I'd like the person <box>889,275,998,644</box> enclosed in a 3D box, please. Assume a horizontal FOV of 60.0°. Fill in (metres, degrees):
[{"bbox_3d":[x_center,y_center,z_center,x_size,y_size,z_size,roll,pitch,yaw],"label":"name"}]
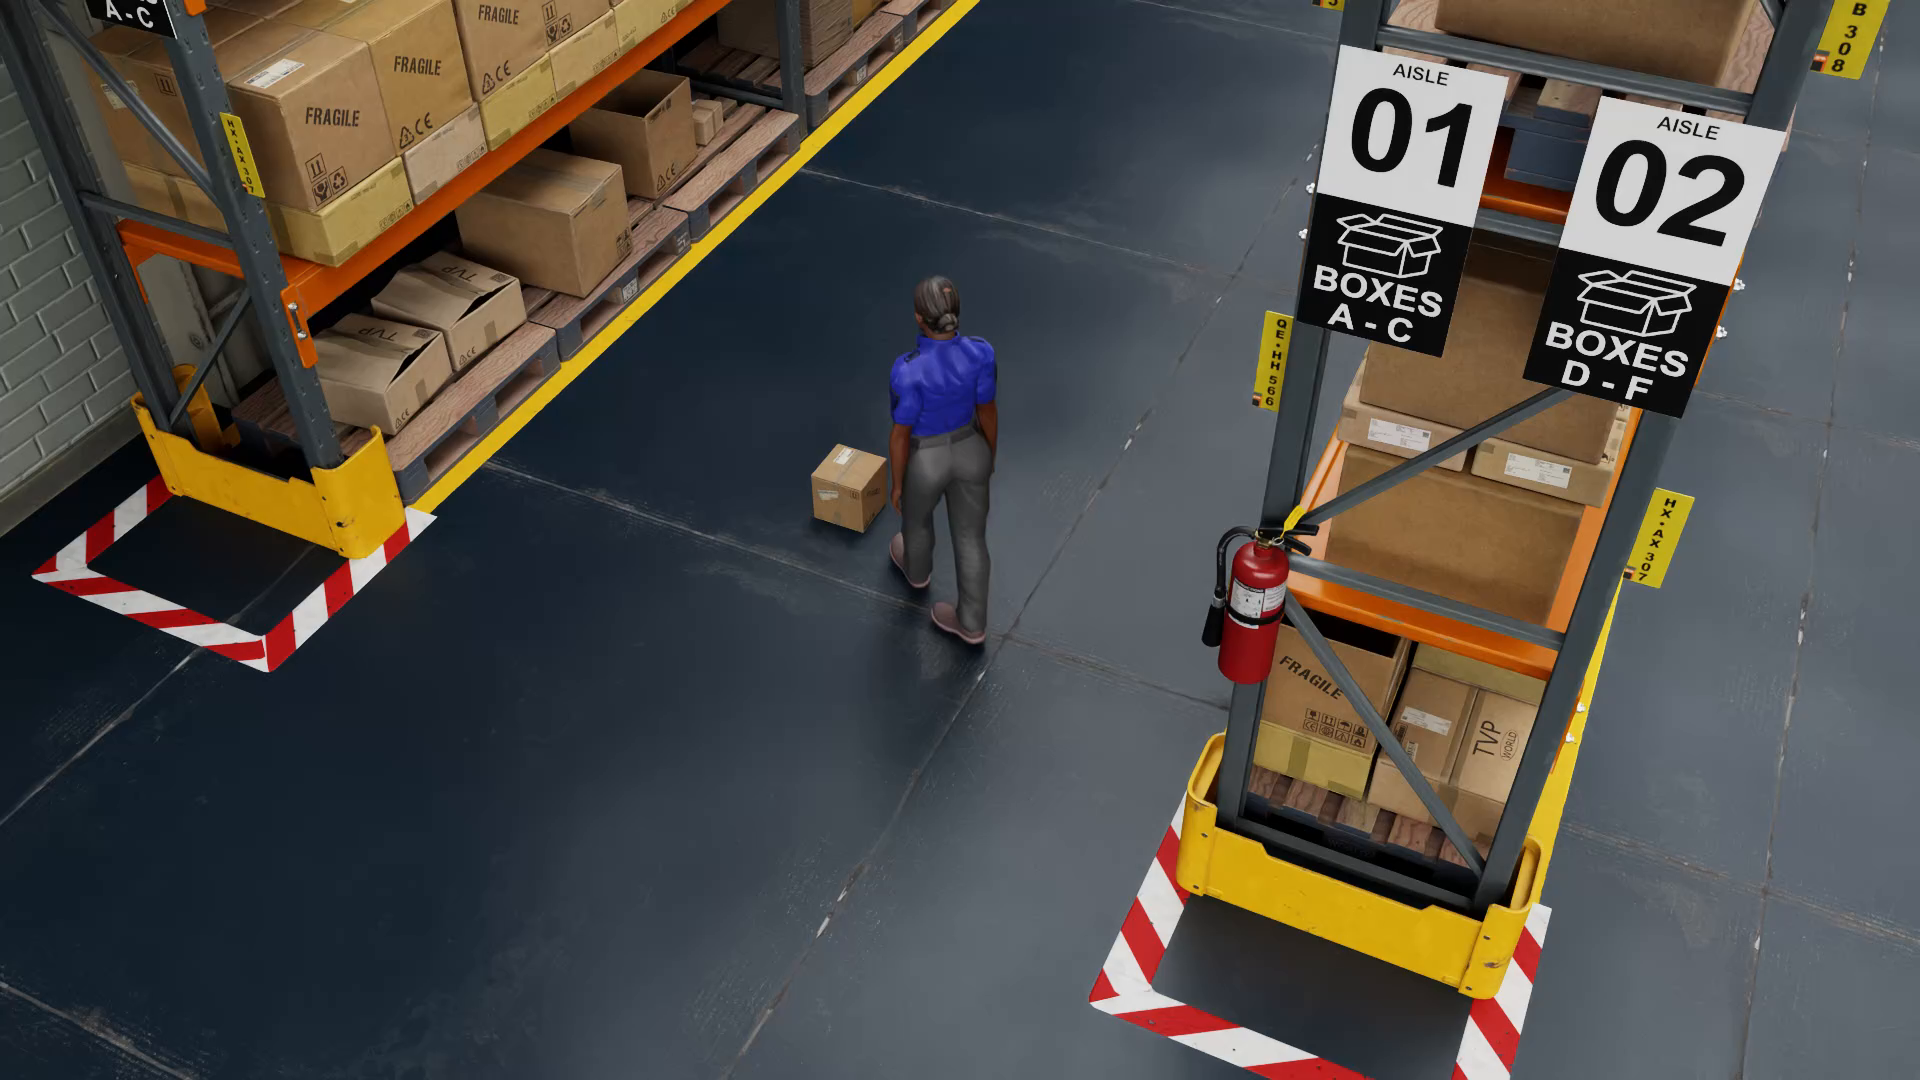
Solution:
[{"bbox_3d":[-0.104,-0.364,6.556,0.457,1.641,0.712,-14,44,-15],"label":"person"}]
